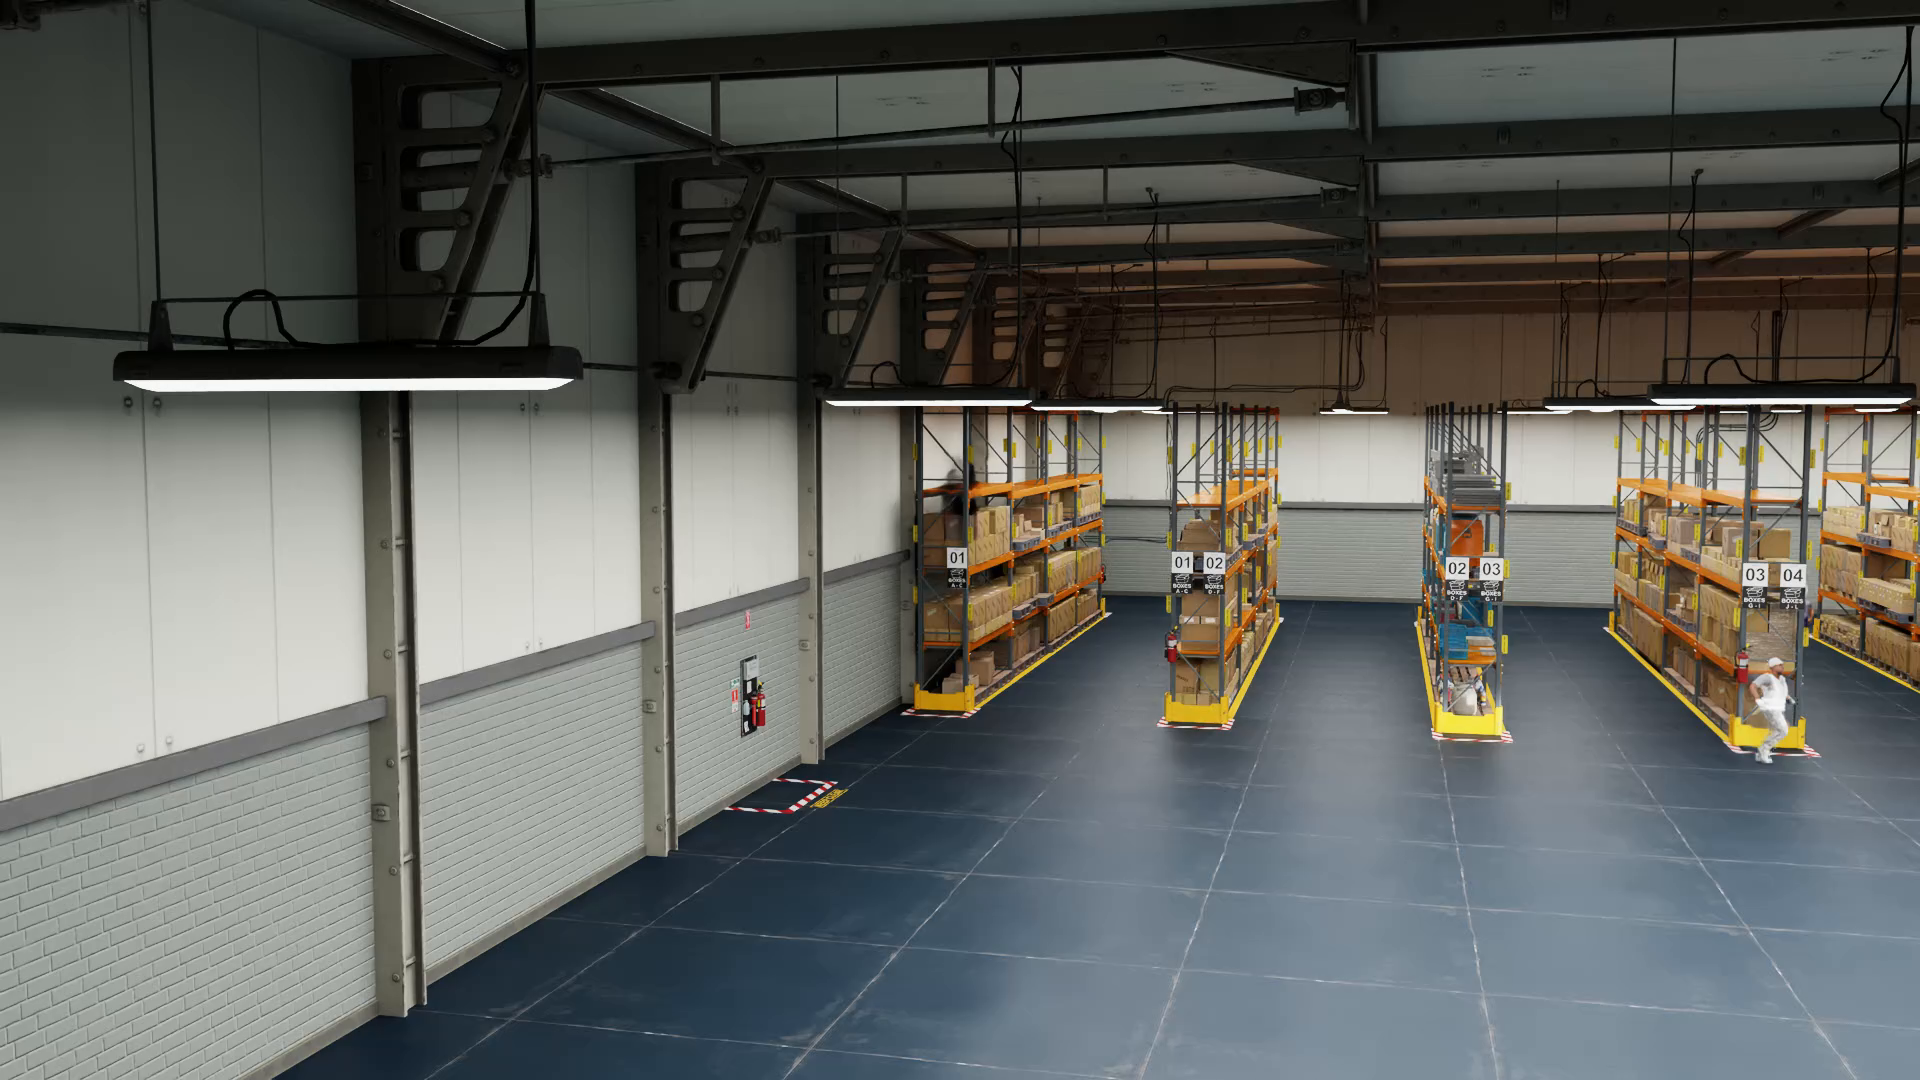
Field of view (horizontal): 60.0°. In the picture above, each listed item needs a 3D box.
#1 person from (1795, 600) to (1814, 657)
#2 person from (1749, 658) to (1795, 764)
[{"bbox_3d":[20.035,2.000,39.690,0.611,1.613,0.517,2,5,21],"label":"person"},{"bbox_3d":[13.474,2.818,27.500,0.714,1.737,0.594,-4,6,-43],"label":"person"}]
